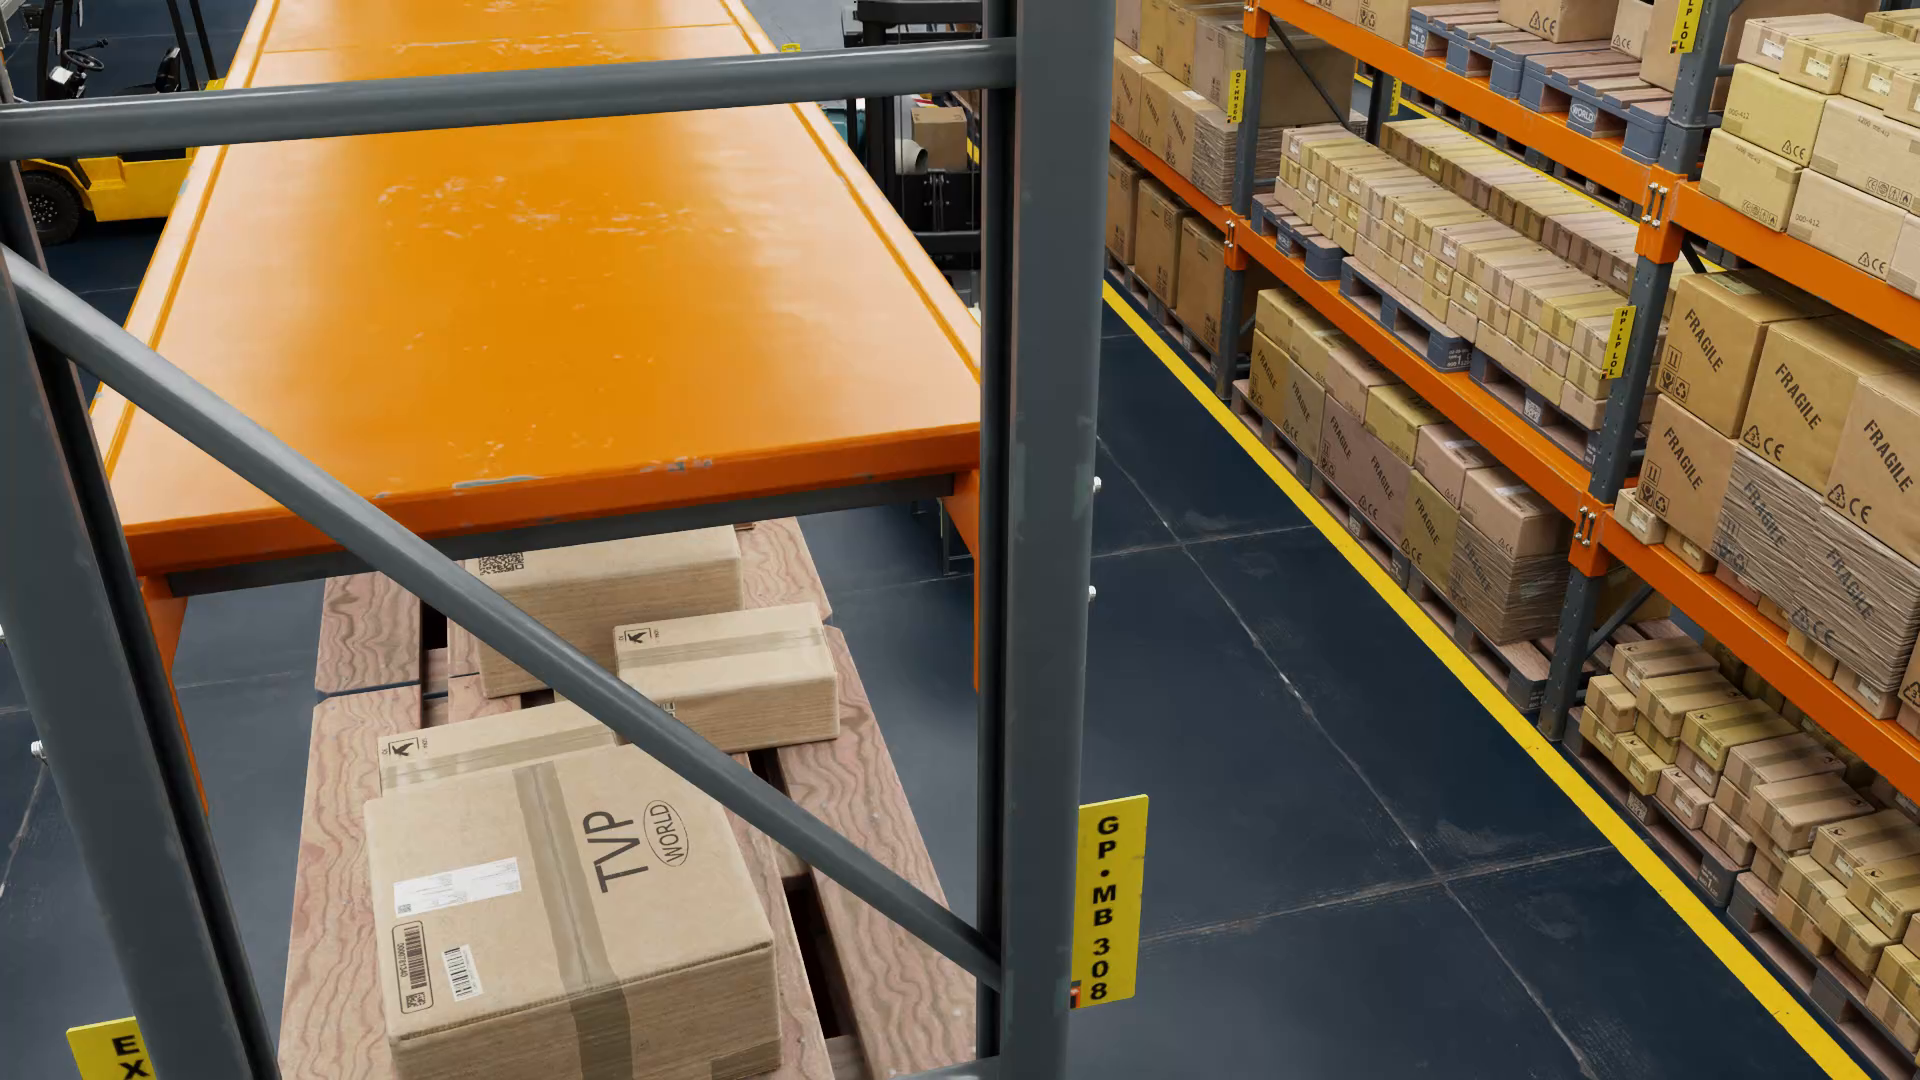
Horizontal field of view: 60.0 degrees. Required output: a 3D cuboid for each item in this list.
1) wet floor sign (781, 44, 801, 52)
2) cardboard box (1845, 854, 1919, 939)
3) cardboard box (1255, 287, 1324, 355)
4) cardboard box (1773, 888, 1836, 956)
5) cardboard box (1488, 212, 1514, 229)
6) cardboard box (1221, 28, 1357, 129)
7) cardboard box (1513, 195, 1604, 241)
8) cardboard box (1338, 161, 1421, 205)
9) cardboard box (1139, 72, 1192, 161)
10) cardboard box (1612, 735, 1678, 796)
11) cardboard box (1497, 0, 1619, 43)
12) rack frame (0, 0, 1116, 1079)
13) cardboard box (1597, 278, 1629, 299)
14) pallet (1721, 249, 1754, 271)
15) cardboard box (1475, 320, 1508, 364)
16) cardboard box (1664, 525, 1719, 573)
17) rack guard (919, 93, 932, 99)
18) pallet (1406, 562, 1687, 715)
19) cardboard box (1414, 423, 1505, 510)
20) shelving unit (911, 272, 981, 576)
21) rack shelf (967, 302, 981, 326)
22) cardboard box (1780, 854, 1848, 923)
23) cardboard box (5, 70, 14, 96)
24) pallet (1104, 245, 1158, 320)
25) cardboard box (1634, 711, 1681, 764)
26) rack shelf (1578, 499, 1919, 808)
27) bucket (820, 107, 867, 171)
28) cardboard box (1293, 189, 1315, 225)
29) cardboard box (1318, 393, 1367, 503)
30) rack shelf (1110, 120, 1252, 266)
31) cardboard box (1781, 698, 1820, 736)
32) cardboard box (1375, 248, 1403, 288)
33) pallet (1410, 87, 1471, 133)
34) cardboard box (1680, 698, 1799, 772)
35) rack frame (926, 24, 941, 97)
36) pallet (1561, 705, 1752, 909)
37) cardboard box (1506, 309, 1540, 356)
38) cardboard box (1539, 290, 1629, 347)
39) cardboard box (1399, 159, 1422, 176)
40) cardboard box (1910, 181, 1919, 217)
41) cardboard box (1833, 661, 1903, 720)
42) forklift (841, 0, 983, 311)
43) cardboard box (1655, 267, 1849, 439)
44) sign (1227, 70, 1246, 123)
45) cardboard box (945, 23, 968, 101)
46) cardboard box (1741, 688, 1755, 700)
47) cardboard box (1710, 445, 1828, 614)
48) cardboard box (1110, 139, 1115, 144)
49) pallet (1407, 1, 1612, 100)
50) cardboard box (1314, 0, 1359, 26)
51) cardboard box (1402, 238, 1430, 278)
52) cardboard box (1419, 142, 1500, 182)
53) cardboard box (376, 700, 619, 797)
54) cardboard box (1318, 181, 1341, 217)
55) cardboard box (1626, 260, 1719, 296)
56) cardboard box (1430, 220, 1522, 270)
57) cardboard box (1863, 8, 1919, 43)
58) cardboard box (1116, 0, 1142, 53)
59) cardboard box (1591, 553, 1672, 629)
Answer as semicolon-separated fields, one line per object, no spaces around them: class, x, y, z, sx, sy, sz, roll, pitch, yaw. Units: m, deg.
wet floor sign;-1.780;-4.936;17.634;0.267;0.644;0.232;-13;33;-22
cardboard box;3.603;1.338;6.277;0.380;0.149;0.250;-8;31;-13
cardboard box;2.209;-1.400;10.501;0.500;0.250;0.500;-9;31;-16
cardboard box;3.492;1.483;6.620;0.380;0.149;0.250;-9;31;-15
cardboard box;3.174;-1.742;9.299;0.380;0.149;0.250;-7;31;-12
cardboard box;2.150;-3.035;10.901;0.700;0.500;0.500;-8;31;-14
cardboard box;3.241;-1.745;9.008;0.380;0.149;0.250;-7;31;-12
cardboard box;2.400;-2.046;9.527;0.380;0.149;0.250;-9;31;-15
cardboard box;1.618;-3.048;11.922;0.500;0.500;0.500;-8;31;-14
cardboard box;3.179;0.991;7.471;0.380;0.149;0.250;-7;31;-12
cardboard box;3.038;-2.697;7.898;0.797;0.503;0.637;-8;31;-14
rack frame;-0.366;-0.366;1.399;0.949;2.616;0.053;-8;31;-13
cardboard box;3.451;-1.237;8.427;0.380;0.149;0.250;-9;31;-15
pallet;6.863;-2.122;13.205;1.003;0.211;1.213;-8;31;-13
cardboard box;2.825;-1.014;8.340;0.380;0.149;0.250;-9;31;-16
cardboard box;3.221;-0.005;7.014;0.380;0.149;0.250;-7;31;-12
rack guard;0.130;-5.134;18.121;1.175;0.500;0.348;-8;31;-13
pallet;3.113;0.422;8.809;1.003;0.211;1.213;-8;31;-13
cardboard box;2.756;-0.409;8.790;0.500;0.250;0.500;-6;31;-11
shelving unit;-0.002;-0.652;9.380;0.431;1.500;0.755;-8;31;-13
rack shelf;-0.002;-0.990;9.184;0.431;0.370;0.720;-8;31;-13
cardboard box;3.487;1.353;6.549;0.380;0.149;0.250;-8;31;-14
cardboard box;-8.971;-4.079;15.131;0.500;0.250;0.500;-7;31;-12
pallet;1.803;-2.113;13.189;1.003;0.211;1.213;-8;31;-13
cardboard box;3.263;0.843;7.430;0.380;0.149;0.250;-8;31;-13
rack shelf;3.852;0.869;5.973;1.077;0.370;4.000;-8;31;-13
bucket;-1.061;-3.273;14.160;0.726;0.611;0.620;2;40;4
cardboard box;2.255;-2.041;10.113;0.380;0.149;0.250;-6;31;-11
cardboard box;2.479;-0.575;9.826;0.500;0.500;0.500;-9;31;-15
rack shelf;1.729;-2.995;12.648;1.077;0.370;4.000;-8;31;-13
cardboard box;3.846;0.761;7.274;0.380;0.149;0.250;-8;31;-14
cardboard box;2.538;-1.530;9.231;0.380;0.149;0.250;-7;31;-13
pallet;5.467;-4.586;17.463;1.003;0.211;1.213;-8;31;-13
cardboard box;3.344;0.836;7.143;0.380;0.149;0.250;-8;31;-14
rack frame;0.136;-6.204;17.475;1.000;3.000;0.127;-8;31;-13
pallet;3.534;1.118;7.608;1.003;0.211;1.213;-8;31;-13
cardboard box;2.891;-1.024;8.059;0.380;0.149;0.250;-7;31;-11
cardboard box;2.954;-1.037;7.784;0.380;0.149;0.250;-9;31;-15
cardboard box;2.902;-2.236;10.153;0.380;0.149;0.250;-7;31;-11
cardboard box;3.466;-1.108;5.326;0.500;0.250;0.500;-7;31;-12
cardboard box;3.477;0.510;6.125;0.380;0.149;0.250;-7;31;-11
forklift;-0.187;-2.345;10.875;1.130;2.935;3.031;-2;30;-4
cardboard box;3.206;-0.763;6.679;0.500;0.500;0.500;-7;31;-12
sign;1.725;-2.766;10.379;0.100;0.325;0.005;-8;31;-13
cardboard box;0.380;-5.148;17.351;0.875;0.875;0.875;-8;31;-13
cardboard box;3.795;0.754;7.583;0.380;0.149;0.250;-9;31;-16
cardboard box;3.348;-0.070;6.480;0.500;0.500;0.500;-8;31;-13
cardboard box;1.449;-3.193;14.098;1.050;0.750;0.750;-8;31;-14
pallet;2.982;-2.438;8.162;1.213;0.211;1.003;-8;31;-13
cardboard box;2.294;-3.130;9.070;0.500;0.500;0.500;-8;31;-13
cardboard box;2.613;-1.531;8.935;0.380;0.149;0.250;-7;31;-11
cardboard box;2.966;-2.247;9.876;0.380;0.149;0.250;-7;31;-12
cardboard box;-0.757;0.419;2.770;0.380;0.149;0.250;-10;32;-17
cardboard box;2.342;-2.023;9.785;0.380;0.149;0.250;-9;31;-15
cardboard box;3.515;-1.249;8.150;0.380;0.149;0.250;-8;31;-13
cardboard box;2.681;-1.537;8.648;0.380;0.149;0.250;-9;31;-16
cardboard box;3.668;-1.916;6.325;0.380;0.149;0.250;-9;31;-16
cardboard box;1.608;-4.017;12.598;0.700;0.500;0.500;-8;31;-13
cardboard box;3.381;0.099;8.660;0.500;0.500;0.500;-7;31;-11
